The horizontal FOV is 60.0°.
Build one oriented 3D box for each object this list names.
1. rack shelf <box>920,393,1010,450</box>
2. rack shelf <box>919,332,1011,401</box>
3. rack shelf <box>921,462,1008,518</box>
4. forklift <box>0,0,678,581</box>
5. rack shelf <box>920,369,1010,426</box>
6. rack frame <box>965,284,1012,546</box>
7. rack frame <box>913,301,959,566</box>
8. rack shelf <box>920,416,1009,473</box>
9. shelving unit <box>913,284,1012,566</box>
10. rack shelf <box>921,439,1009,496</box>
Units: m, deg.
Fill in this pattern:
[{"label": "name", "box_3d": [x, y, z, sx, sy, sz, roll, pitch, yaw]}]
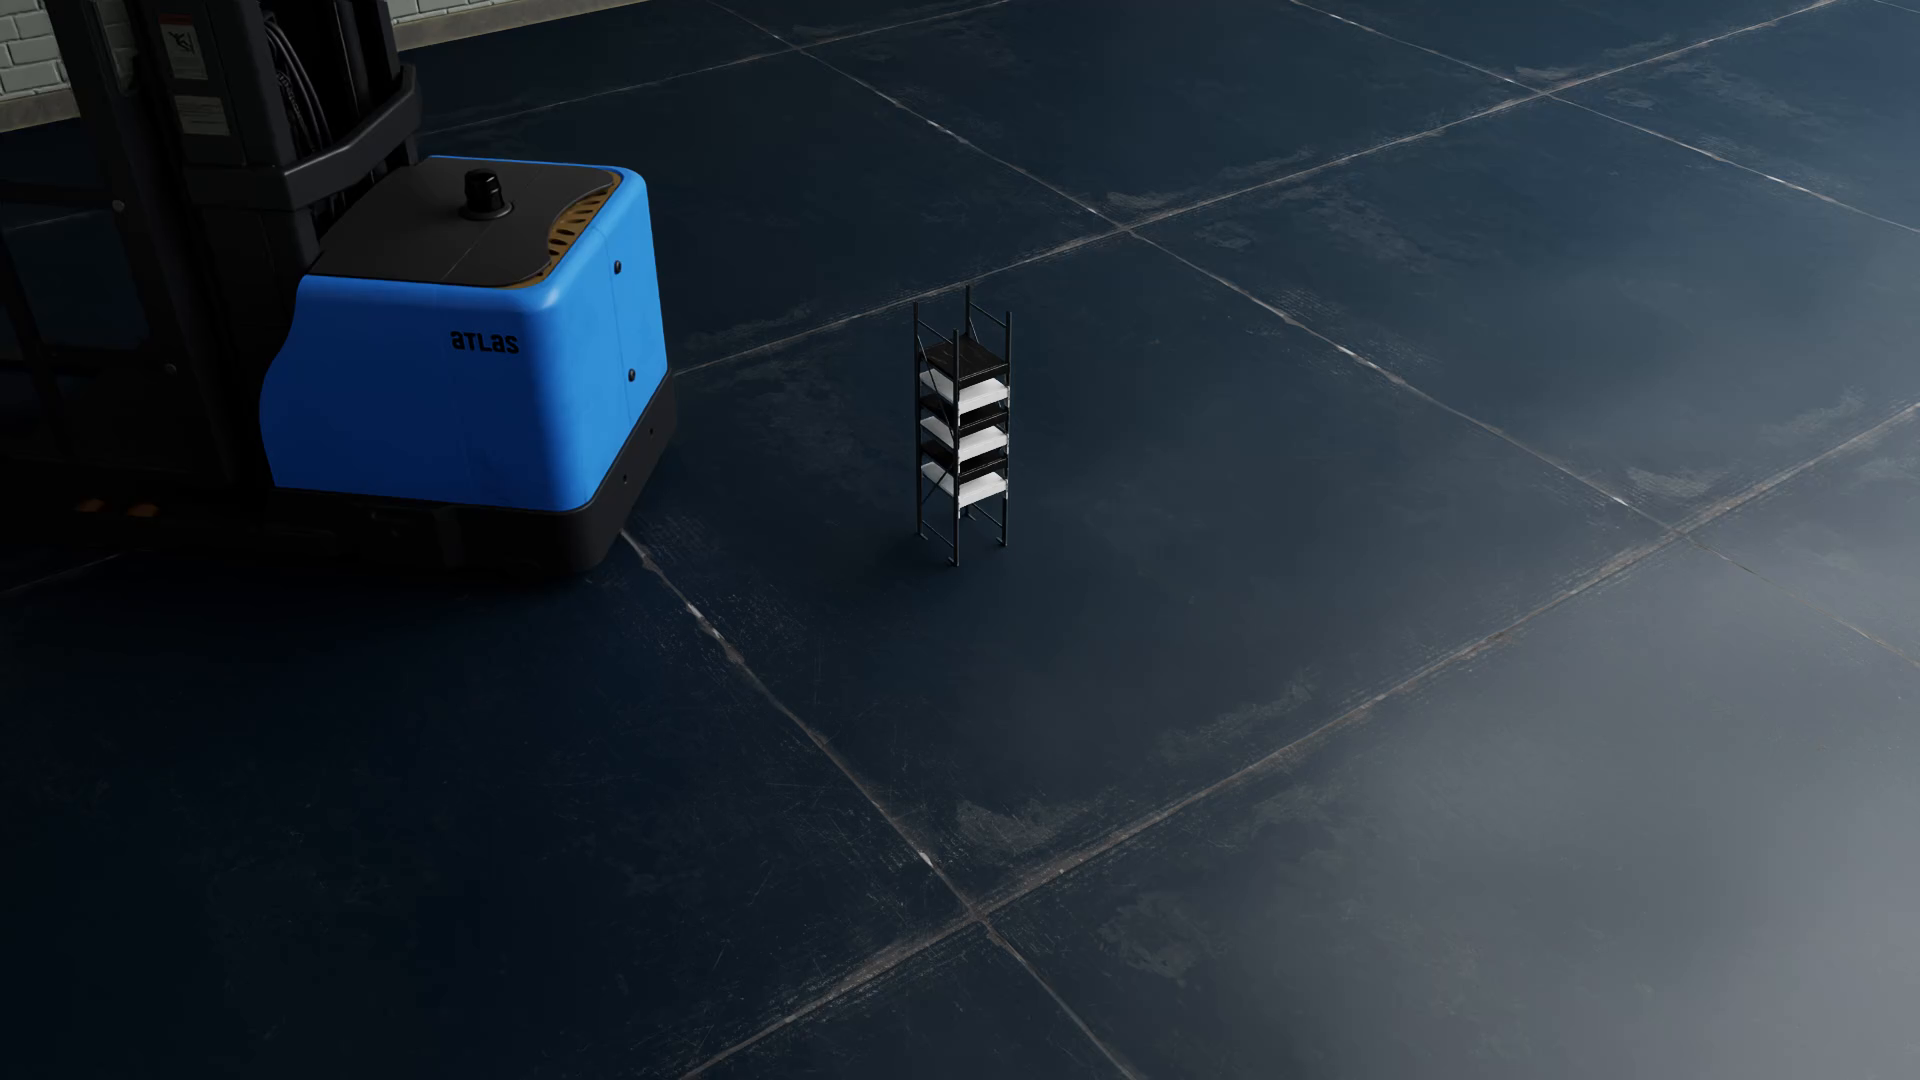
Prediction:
[{"label": "rack shelf", "box_3d": [0.007, -0.414, 5.458, 0.200, 0.077, 0.258, -22, 41, -28]}, {"label": "rack shelf", "box_3d": [0.007, -0.560, 5.353, 0.200, 0.077, 0.258, -22, 41, -28]}, {"label": "rack shelf", "box_3d": [0.007, -0.195, 5.616, 0.200, 0.077, 0.258, -22, 41, -28]}, {"label": "forklift", "box_3d": [-2.619, -1.448, 5.253, 3.031, 2.935, 1.130, 5, 36, 7]}, {"label": "rack shelf", "box_3d": [0.007, -0.487, 5.405, 0.200, 0.077, 0.258, -22, 41, -28]}, {"label": "rack frame", "box_3d": [0.090, -0.402, 5.539, 0.006, 0.900, 0.240, -22, 41, -28]}, {"label": "rack frame", "box_3d": [-0.076, -0.334, 5.444, 0.006, 0.900, 0.240, -22, 41, -28]}, {"label": "rack shelf", "box_3d": [0.007, -0.341, 5.511, 0.200, 0.077, 0.258, -22, 41, -28]}, {"label": "shelving unit", "box_3d": [0.007, -0.368, 5.491, 0.210, 0.900, 0.258, -22, 41, -28]}, {"label": "rack shelf", "box_3d": [0.007, -0.268, 5.563, 0.200, 0.077, 0.258, -22, 41, -28]}]
